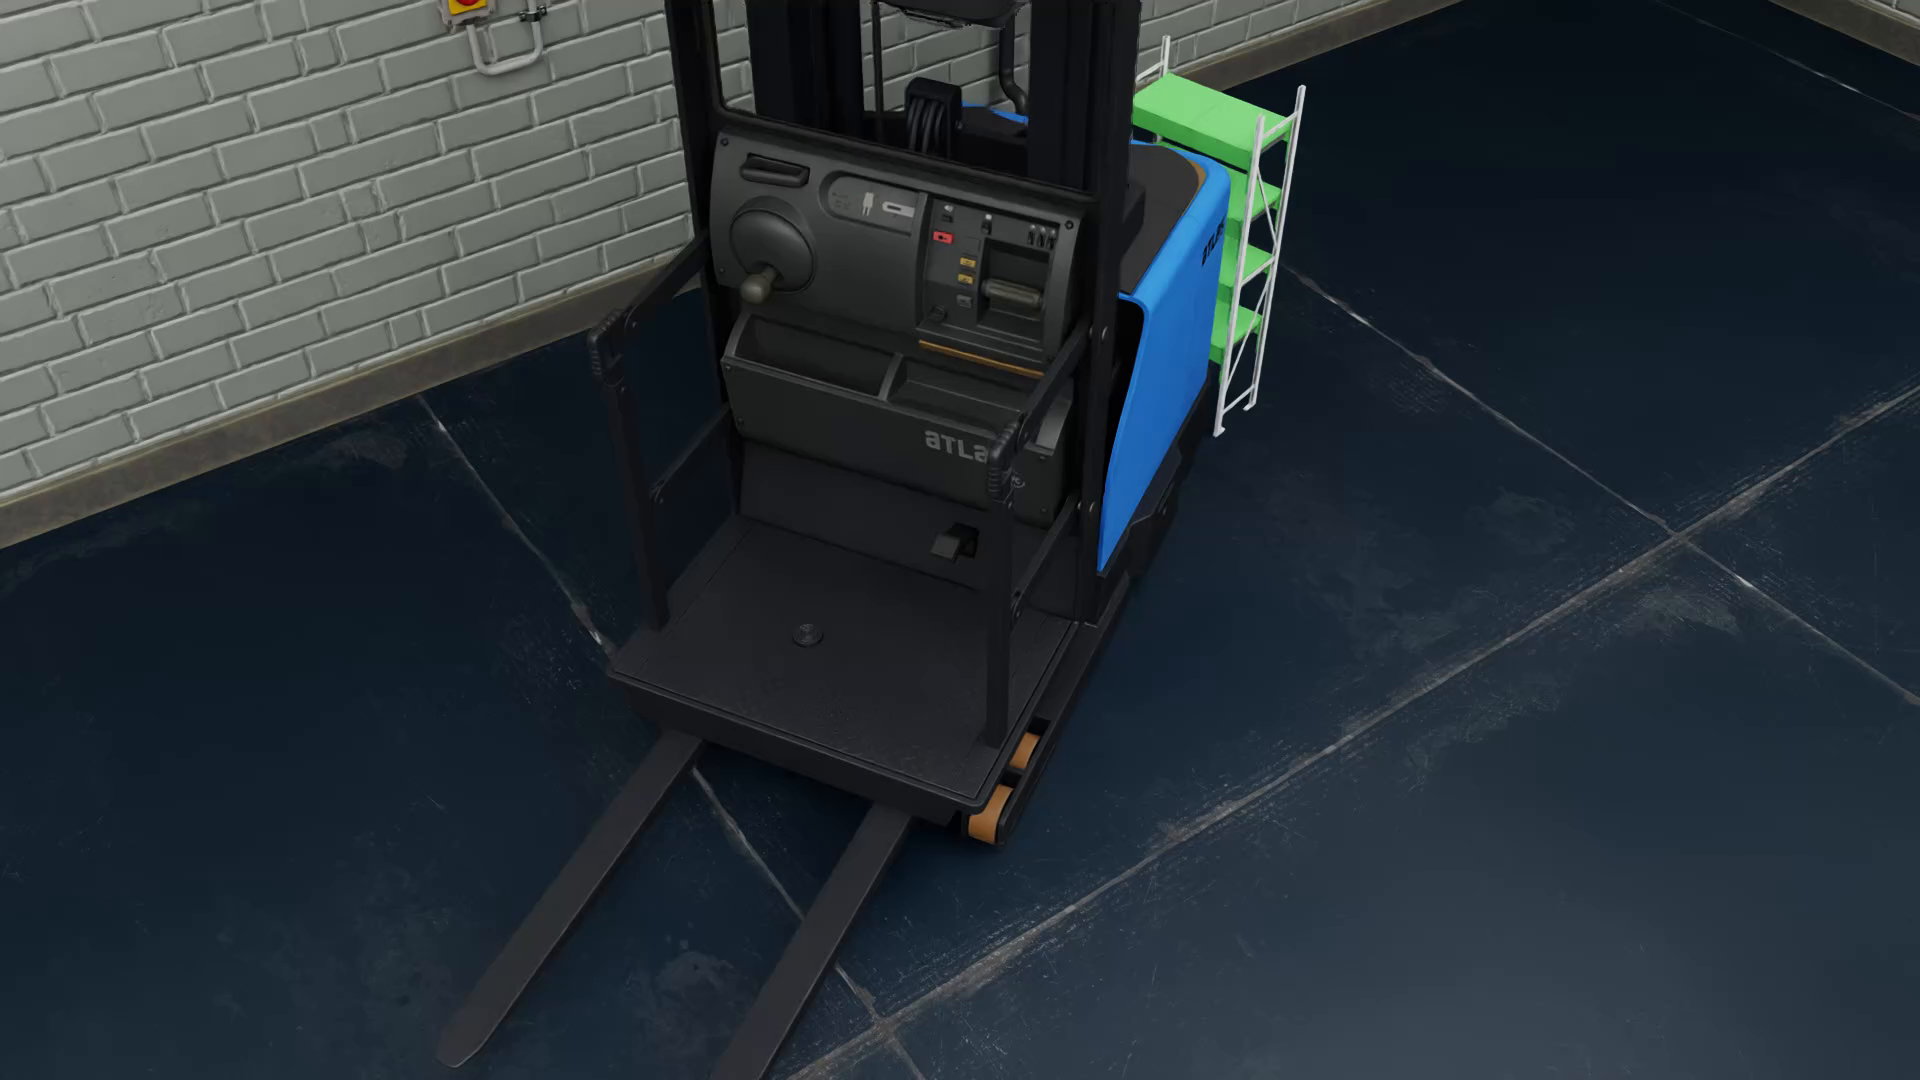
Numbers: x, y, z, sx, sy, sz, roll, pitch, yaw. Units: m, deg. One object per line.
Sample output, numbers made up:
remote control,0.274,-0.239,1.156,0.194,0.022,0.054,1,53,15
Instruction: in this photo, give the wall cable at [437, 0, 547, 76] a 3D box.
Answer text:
wall cable,-1.521,-2.124,4.545,0.585,1.953,0.123,-26,49,-24

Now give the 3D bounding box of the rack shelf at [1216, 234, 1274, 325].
rack shelf,0.753,-0.909,5.425,0.480,0.148,0.258,30,51,28

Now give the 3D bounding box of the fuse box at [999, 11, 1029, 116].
fuse box,0.285,-2.027,6.134,0.539,1.711,0.414,-26,49,-24

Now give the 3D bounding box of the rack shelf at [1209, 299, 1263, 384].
rack shelf,0.752,-0.735,5.591,0.480,0.148,0.258,30,51,28

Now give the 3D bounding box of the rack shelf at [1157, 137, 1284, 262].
rack shelf,0.753,-1.083,5.260,0.480,0.148,0.258,30,51,28

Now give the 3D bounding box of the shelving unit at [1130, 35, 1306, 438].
shelving unit,0.753,-0.956,5.381,0.503,1.200,0.258,30,51,28

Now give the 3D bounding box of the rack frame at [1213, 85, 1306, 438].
rack frame,0.939,-0.847,5.267,0.015,1.200,0.240,30,51,28

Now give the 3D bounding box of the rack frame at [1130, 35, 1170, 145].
rack frame,0.567,-1.065,5.496,0.015,1.200,0.240,30,51,28

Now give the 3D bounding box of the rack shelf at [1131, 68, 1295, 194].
rack shelf,0.754,-1.257,5.095,0.480,0.148,0.258,30,51,28

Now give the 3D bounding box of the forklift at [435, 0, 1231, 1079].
forklift,-0.253,-0.601,3.756,1.130,2.935,3.031,17,46,17
